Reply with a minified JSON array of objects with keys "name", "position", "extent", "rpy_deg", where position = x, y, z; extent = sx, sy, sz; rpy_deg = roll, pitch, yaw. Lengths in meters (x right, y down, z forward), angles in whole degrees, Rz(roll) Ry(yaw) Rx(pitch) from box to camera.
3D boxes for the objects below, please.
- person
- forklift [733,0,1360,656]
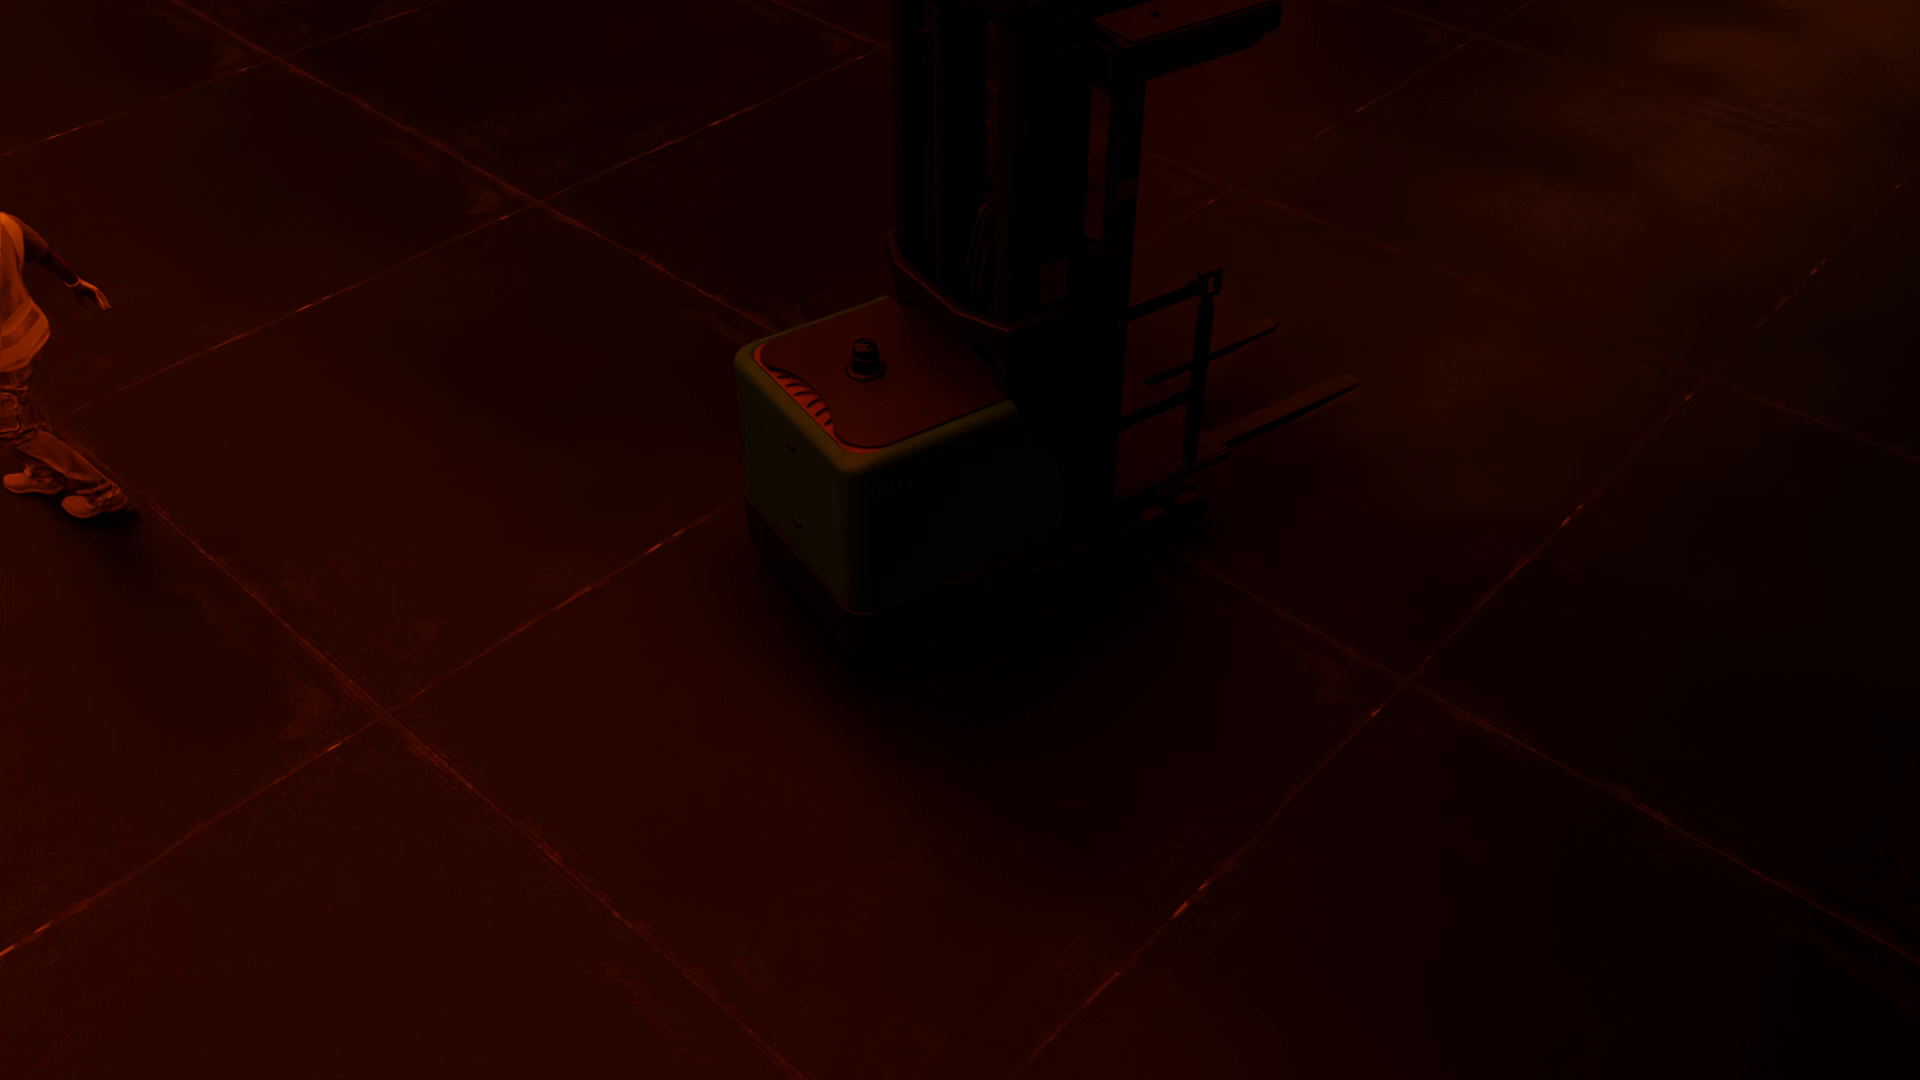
[{"name":"person","position":[-4.249,-0.867,7.343],"extent":[0.759,1.757,0.991],"rpy_deg":[3,41,3]},{"name":"forklift","position":[0.544,-1.372,7.027],"extent":[3.031,2.935,1.130],"rpy_deg":[-23,46,-25]}]
